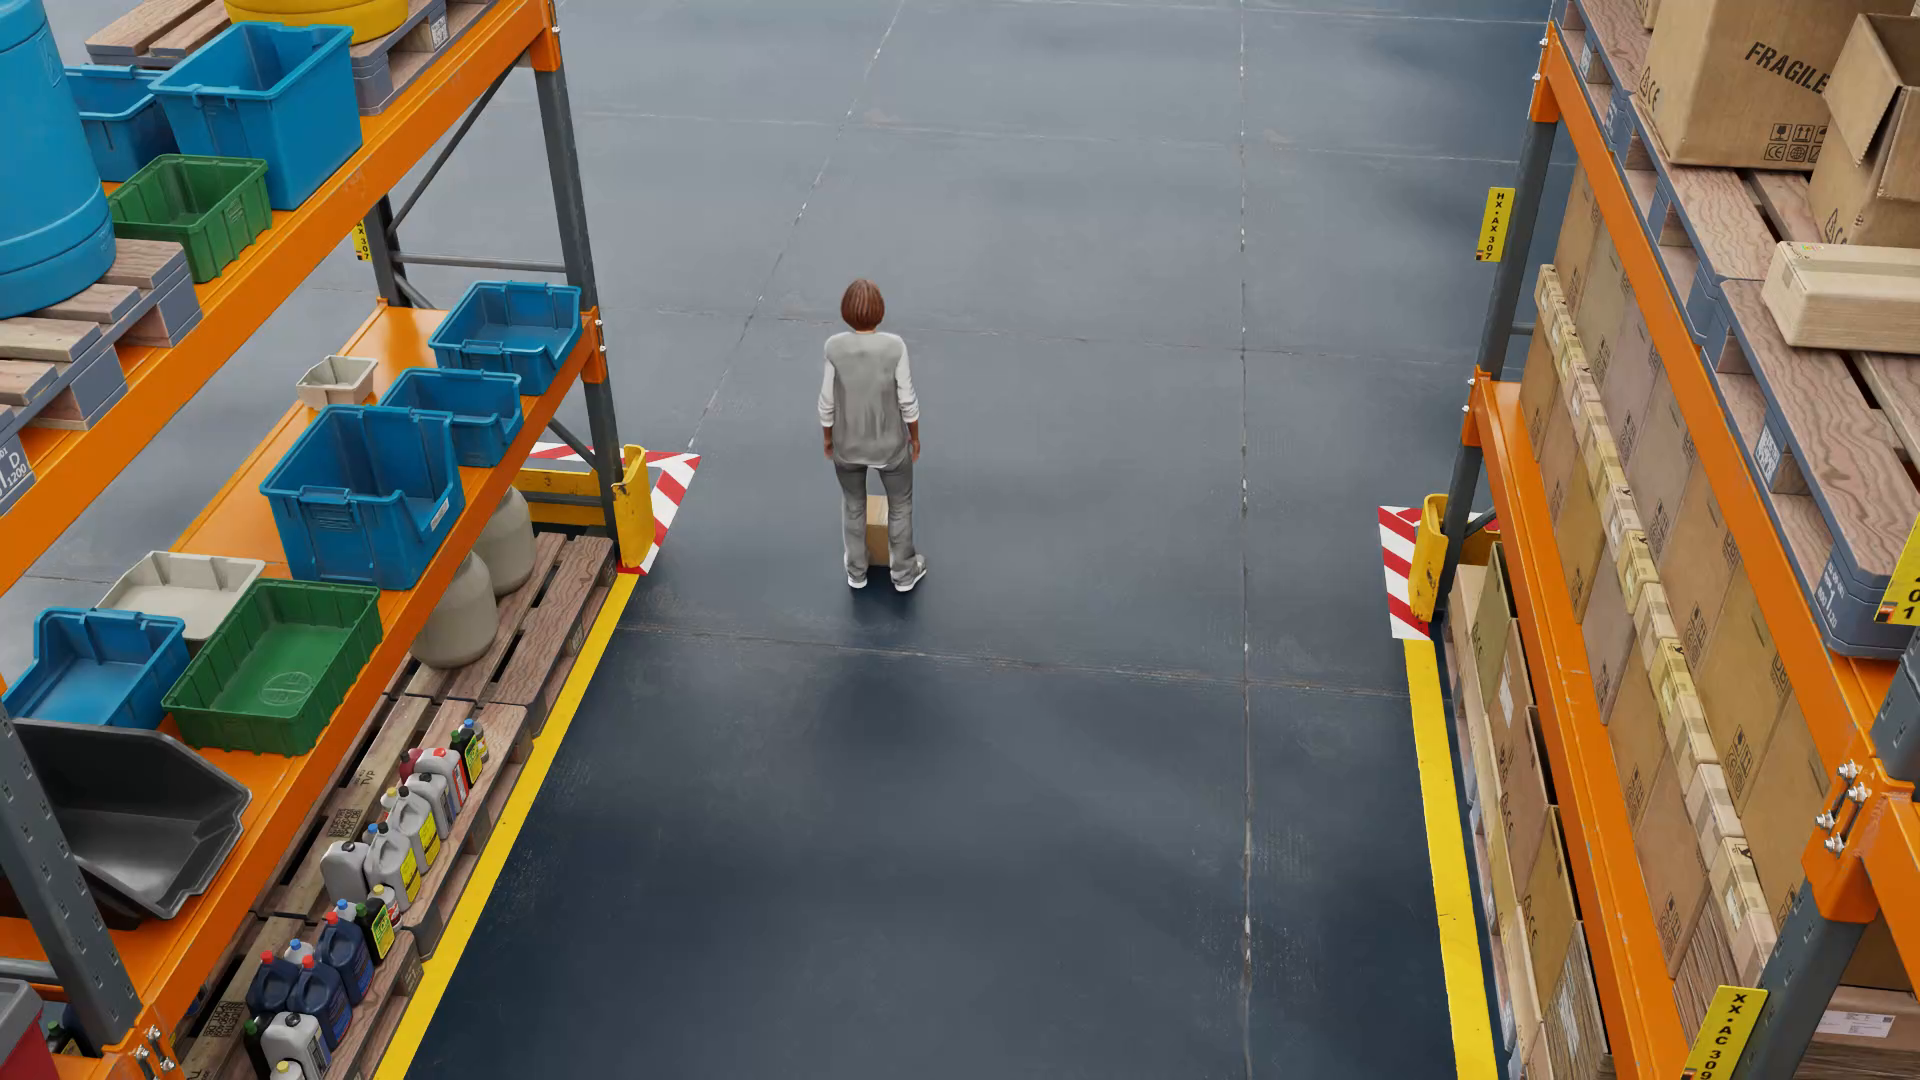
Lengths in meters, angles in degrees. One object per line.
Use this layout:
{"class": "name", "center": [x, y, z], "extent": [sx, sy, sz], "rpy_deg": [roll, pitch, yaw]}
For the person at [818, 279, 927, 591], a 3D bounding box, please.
{"class": "person", "center": [-0.406, -0.443, 7.644], "extent": [0.469, 1.590, 0.349], "rpy_deg": [3, 37, 4]}
